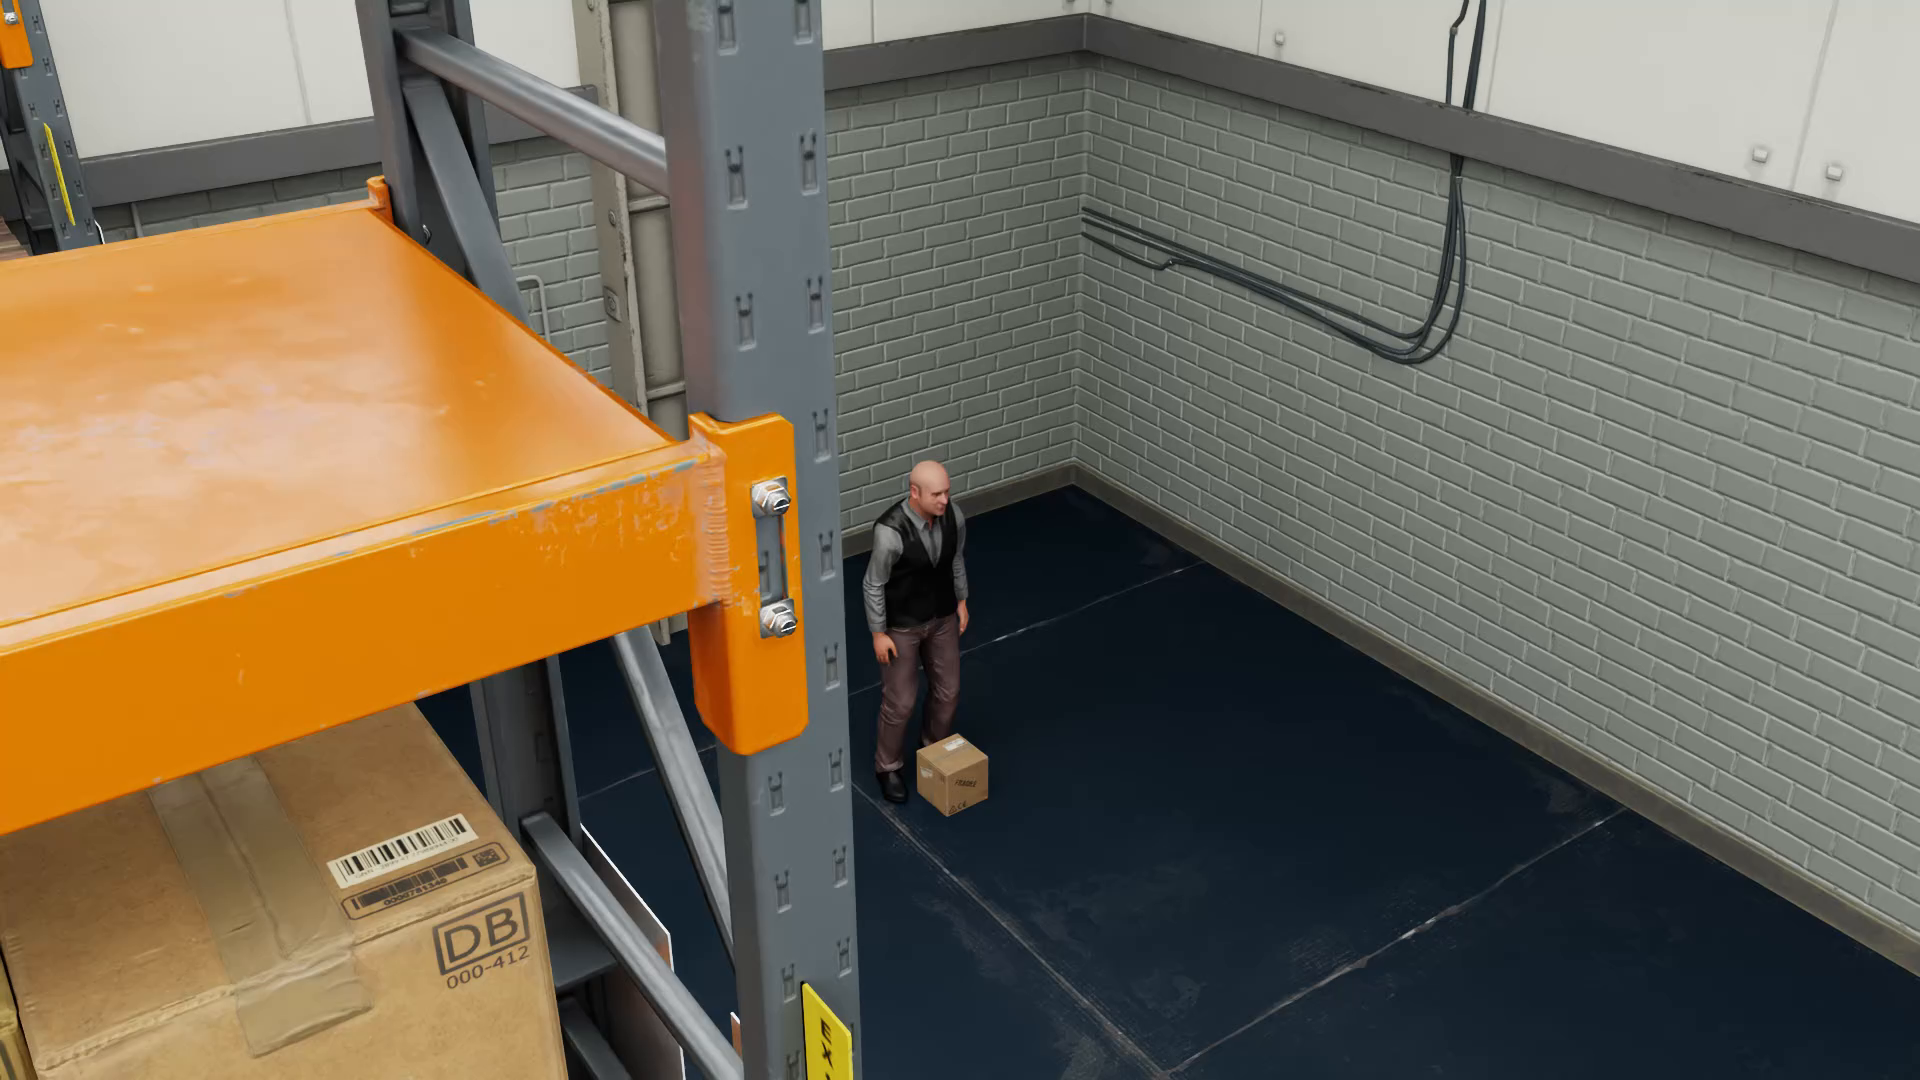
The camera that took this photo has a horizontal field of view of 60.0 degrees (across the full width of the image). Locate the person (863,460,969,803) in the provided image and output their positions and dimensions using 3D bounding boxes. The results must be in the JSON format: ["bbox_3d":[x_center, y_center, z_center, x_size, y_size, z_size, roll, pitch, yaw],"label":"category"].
[{"bbox_3d":[-0.188,0.396,7.918,0.584,1.719,0.475,-21,35,-33],"label":"person"}]
